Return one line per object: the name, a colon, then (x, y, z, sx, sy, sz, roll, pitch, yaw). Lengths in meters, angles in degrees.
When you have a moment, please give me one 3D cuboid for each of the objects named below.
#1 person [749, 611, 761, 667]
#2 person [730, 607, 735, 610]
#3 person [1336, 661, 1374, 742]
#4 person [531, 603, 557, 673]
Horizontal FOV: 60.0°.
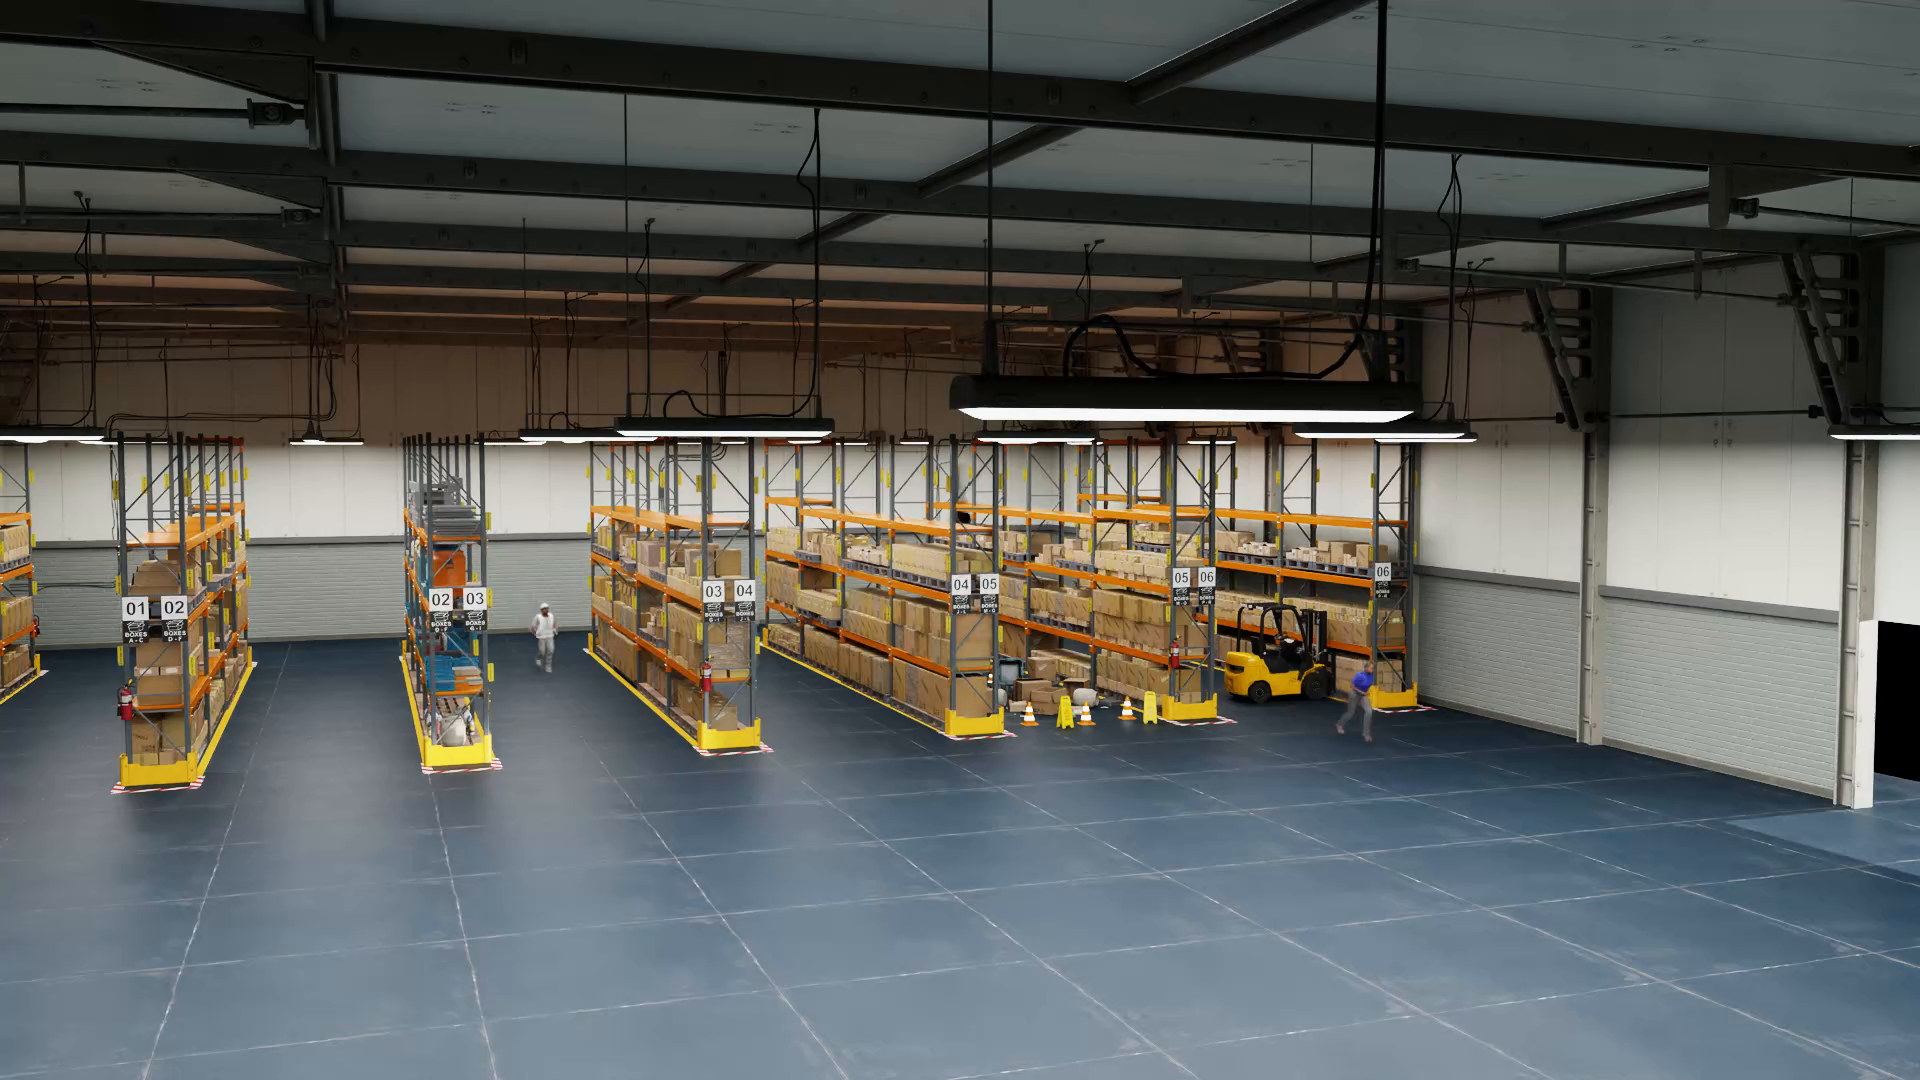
person: (-5.506, 2.446, 43.794, 0.598, 1.743, 0.779, -2, 4, -27)
person: (-6.517, 2.195, 47.900, 0.653, 1.749, 0.713, -1, 3, -14)
person: (7.805, 3.154, 32.770, 0.617, 1.601, 0.967, -2, 4, -33)
person: (-10.593, 2.496, 42.456, 0.682, 1.765, 0.849, -2, 4, -32)
